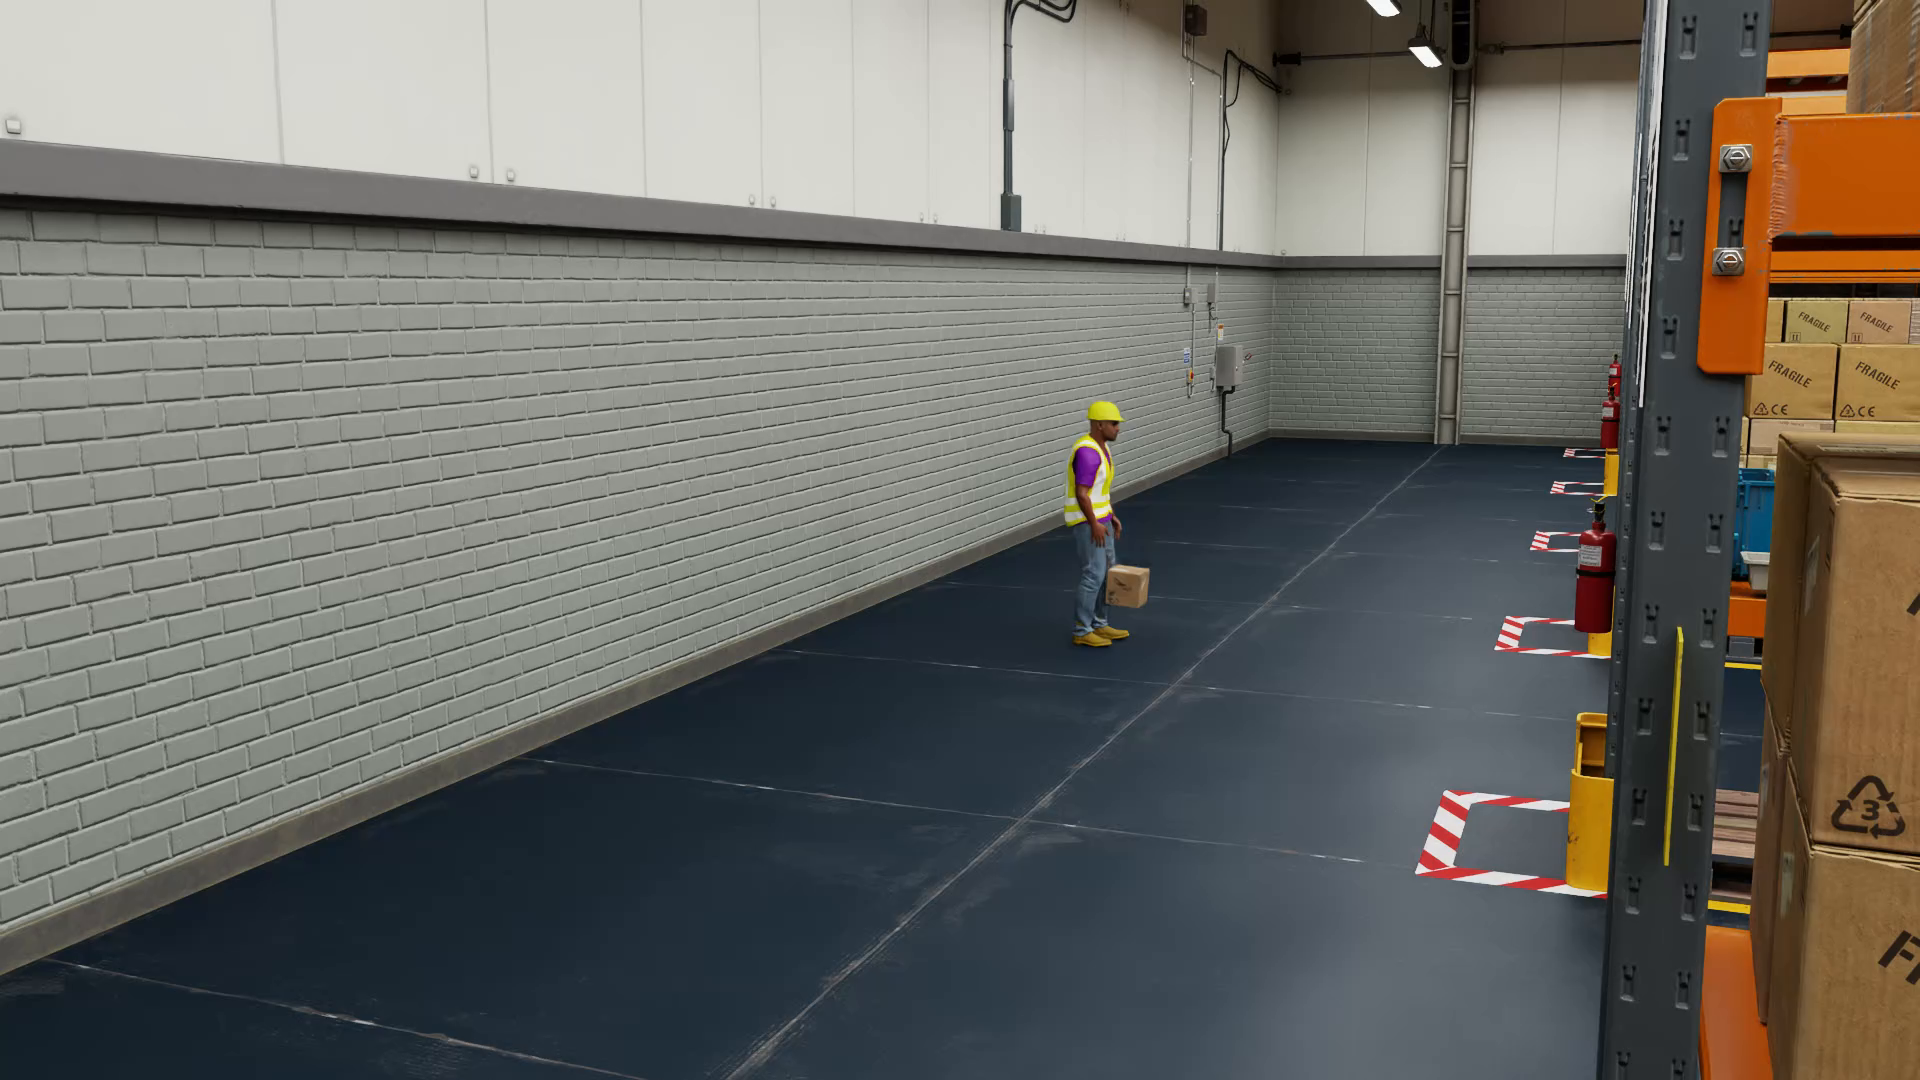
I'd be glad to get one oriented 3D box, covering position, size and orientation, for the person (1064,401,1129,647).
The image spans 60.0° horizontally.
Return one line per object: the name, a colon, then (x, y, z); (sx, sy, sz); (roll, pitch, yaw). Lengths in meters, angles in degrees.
person: (0.997, -0.131, 12.138); (0.457, 1.764, 0.595); (3, 9, 19)
